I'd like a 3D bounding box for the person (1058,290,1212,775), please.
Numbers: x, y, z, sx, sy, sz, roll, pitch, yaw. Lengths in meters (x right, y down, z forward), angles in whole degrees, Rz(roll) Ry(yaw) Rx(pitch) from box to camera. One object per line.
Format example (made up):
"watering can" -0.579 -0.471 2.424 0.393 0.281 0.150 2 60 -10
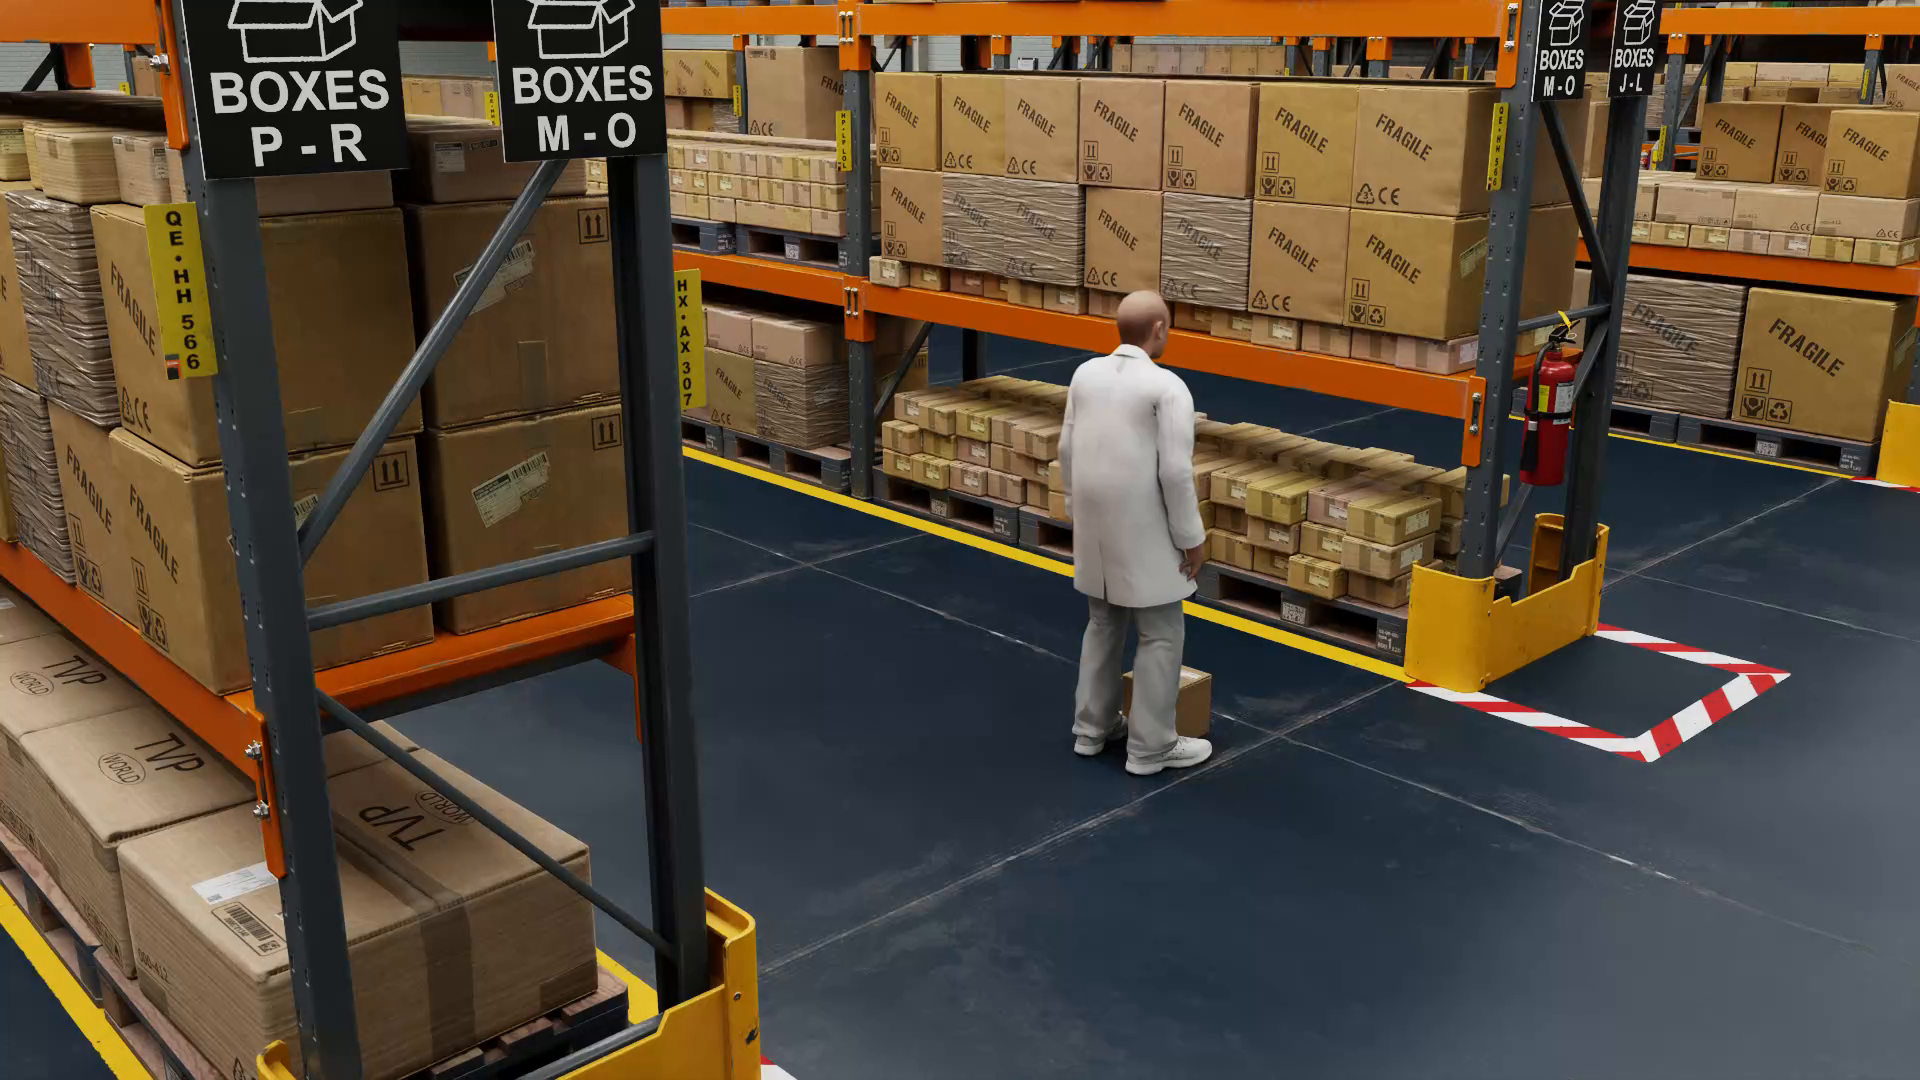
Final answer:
"person" 0.622 -2.529 14.310 12.155 1.769 12.979 -16 23 -41
